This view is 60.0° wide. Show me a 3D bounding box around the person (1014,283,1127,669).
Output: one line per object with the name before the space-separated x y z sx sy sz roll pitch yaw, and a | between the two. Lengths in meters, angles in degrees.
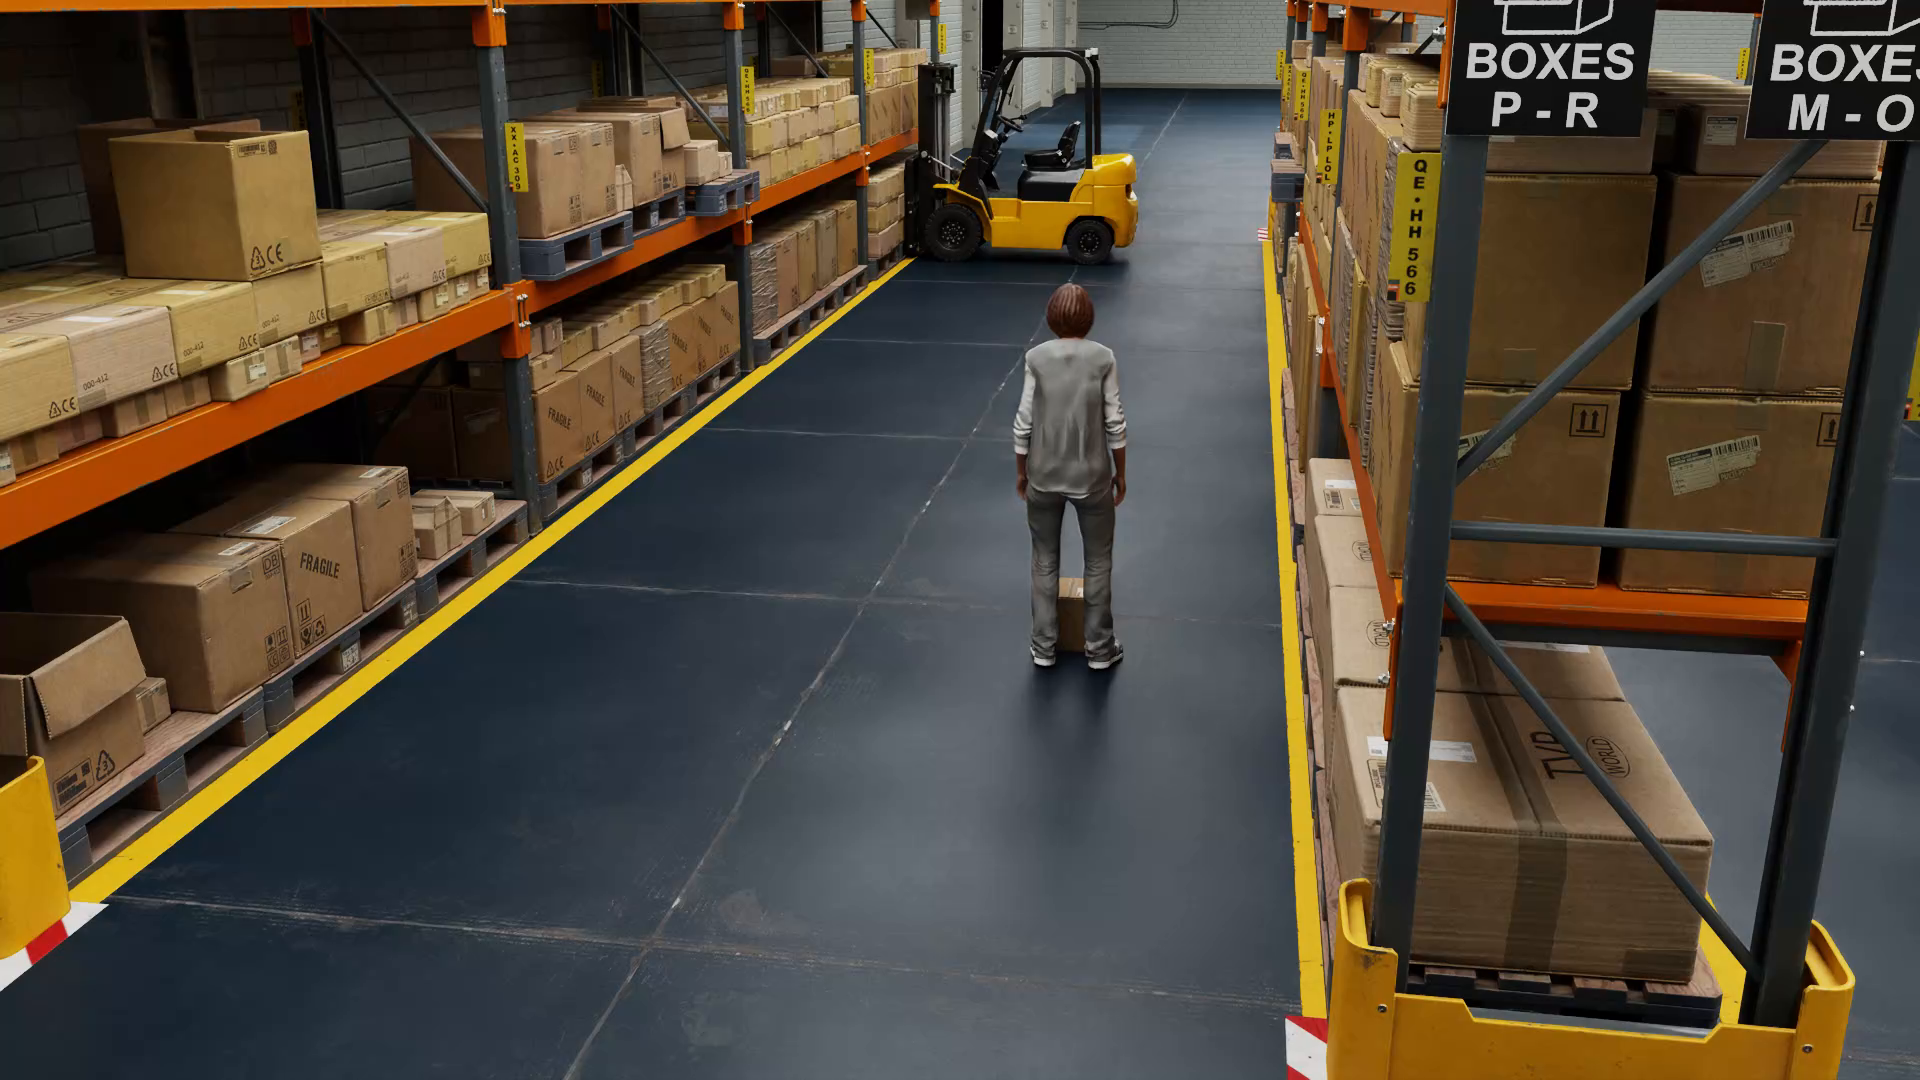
person | 0.454 -0.241 6.810 0.463 1.592 0.349 3 18 9
